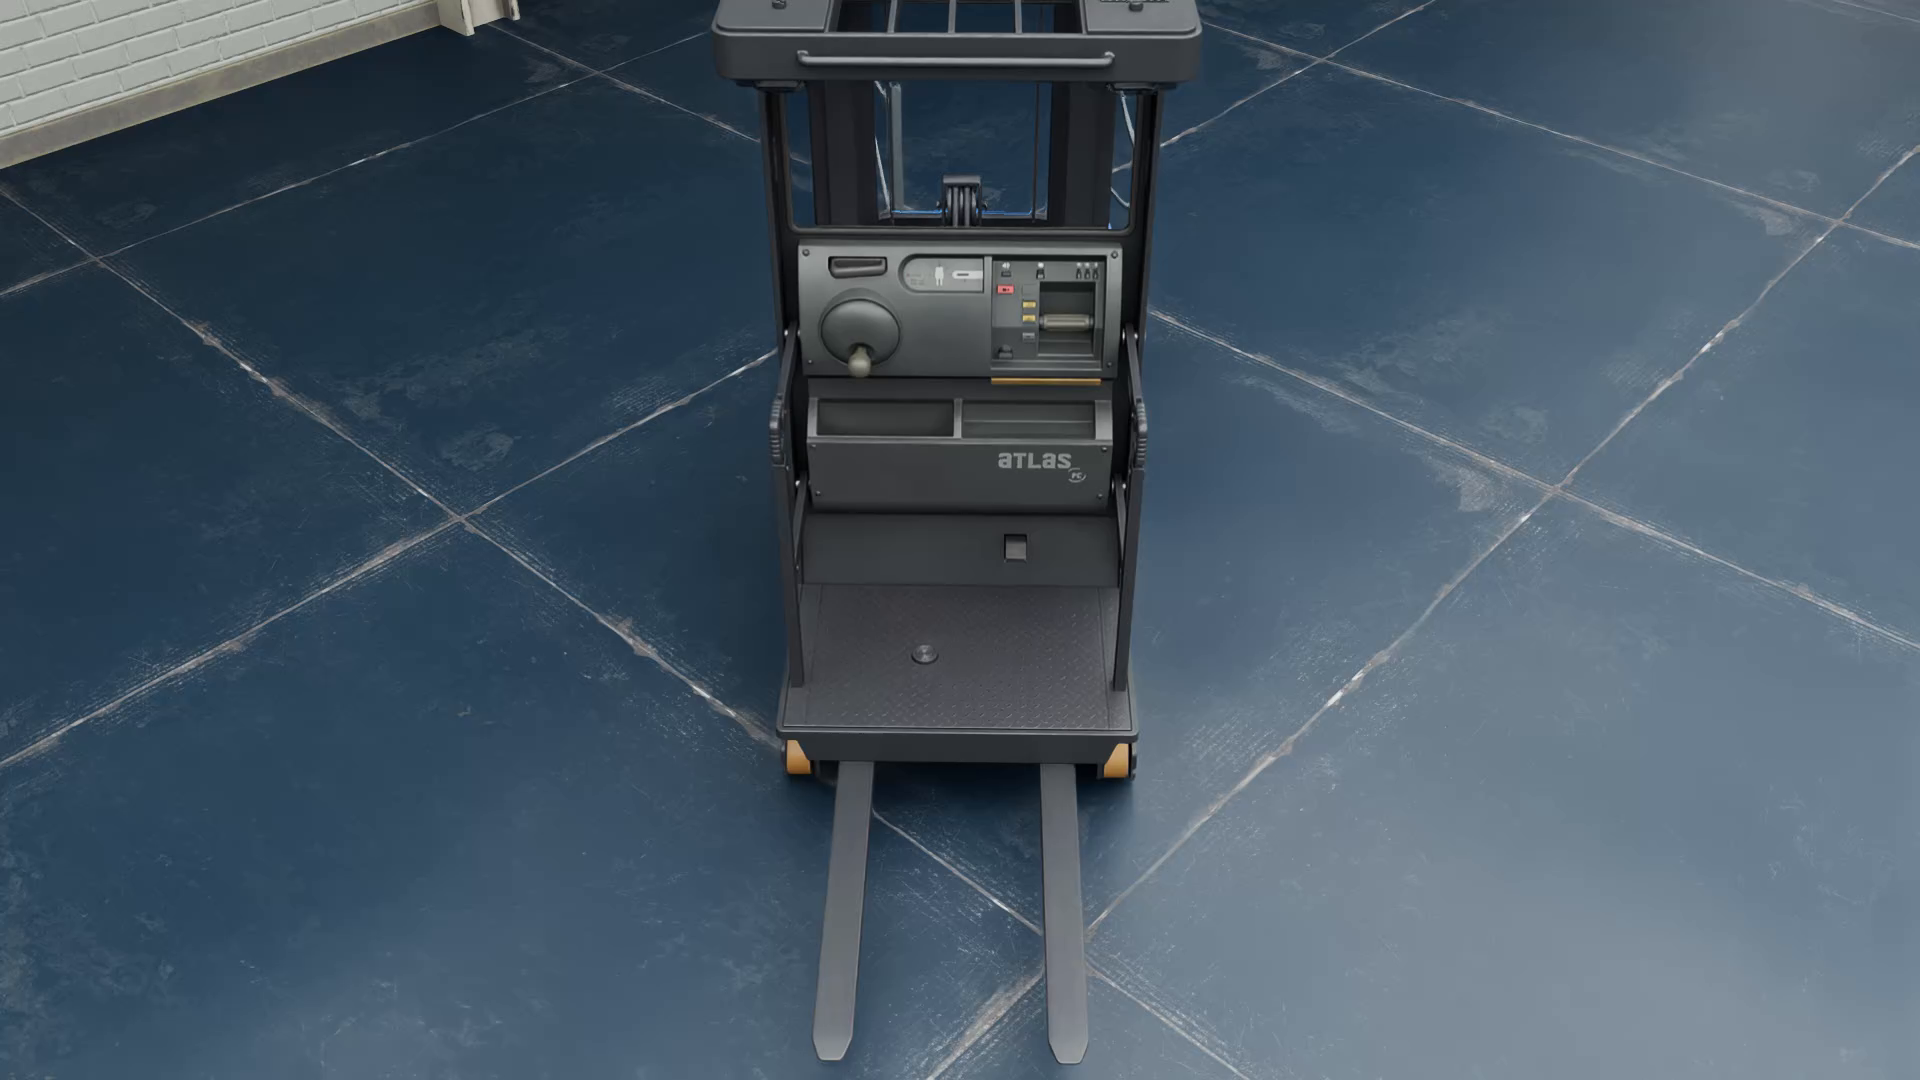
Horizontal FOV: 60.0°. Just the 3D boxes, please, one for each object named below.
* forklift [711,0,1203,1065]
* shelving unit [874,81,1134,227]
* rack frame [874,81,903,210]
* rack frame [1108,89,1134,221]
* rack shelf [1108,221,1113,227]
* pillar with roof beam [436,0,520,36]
[{"bbox_3d":[-0.001,-0.589,4.635,1.130,2.935,3.031,1,38,1],"label":"forklift"},{"bbox_3d":[0.186,-1.251,6.618,1.048,1.500,0.538,-11,40,-13],"label":"shelving unit"},{"bbox_3d":[-0.300,-1.158,6.501,0.032,1.500,0.500,-11,40,-13],"label":"rack frame"},{"bbox_3d":[0.672,-1.344,6.735,0.032,1.500,0.500,-11,40,-13],"label":"rack frame"},{"bbox_3d":[0.186,-1.110,6.730,1.000,0.185,0.538,-11,40,-13],"label":"rack shelf"},{"bbox_3d":[0.204,-4.931,5.221,9.100,9.000,0.400,30,47,32],"label":"pillar with roof beam"}]
